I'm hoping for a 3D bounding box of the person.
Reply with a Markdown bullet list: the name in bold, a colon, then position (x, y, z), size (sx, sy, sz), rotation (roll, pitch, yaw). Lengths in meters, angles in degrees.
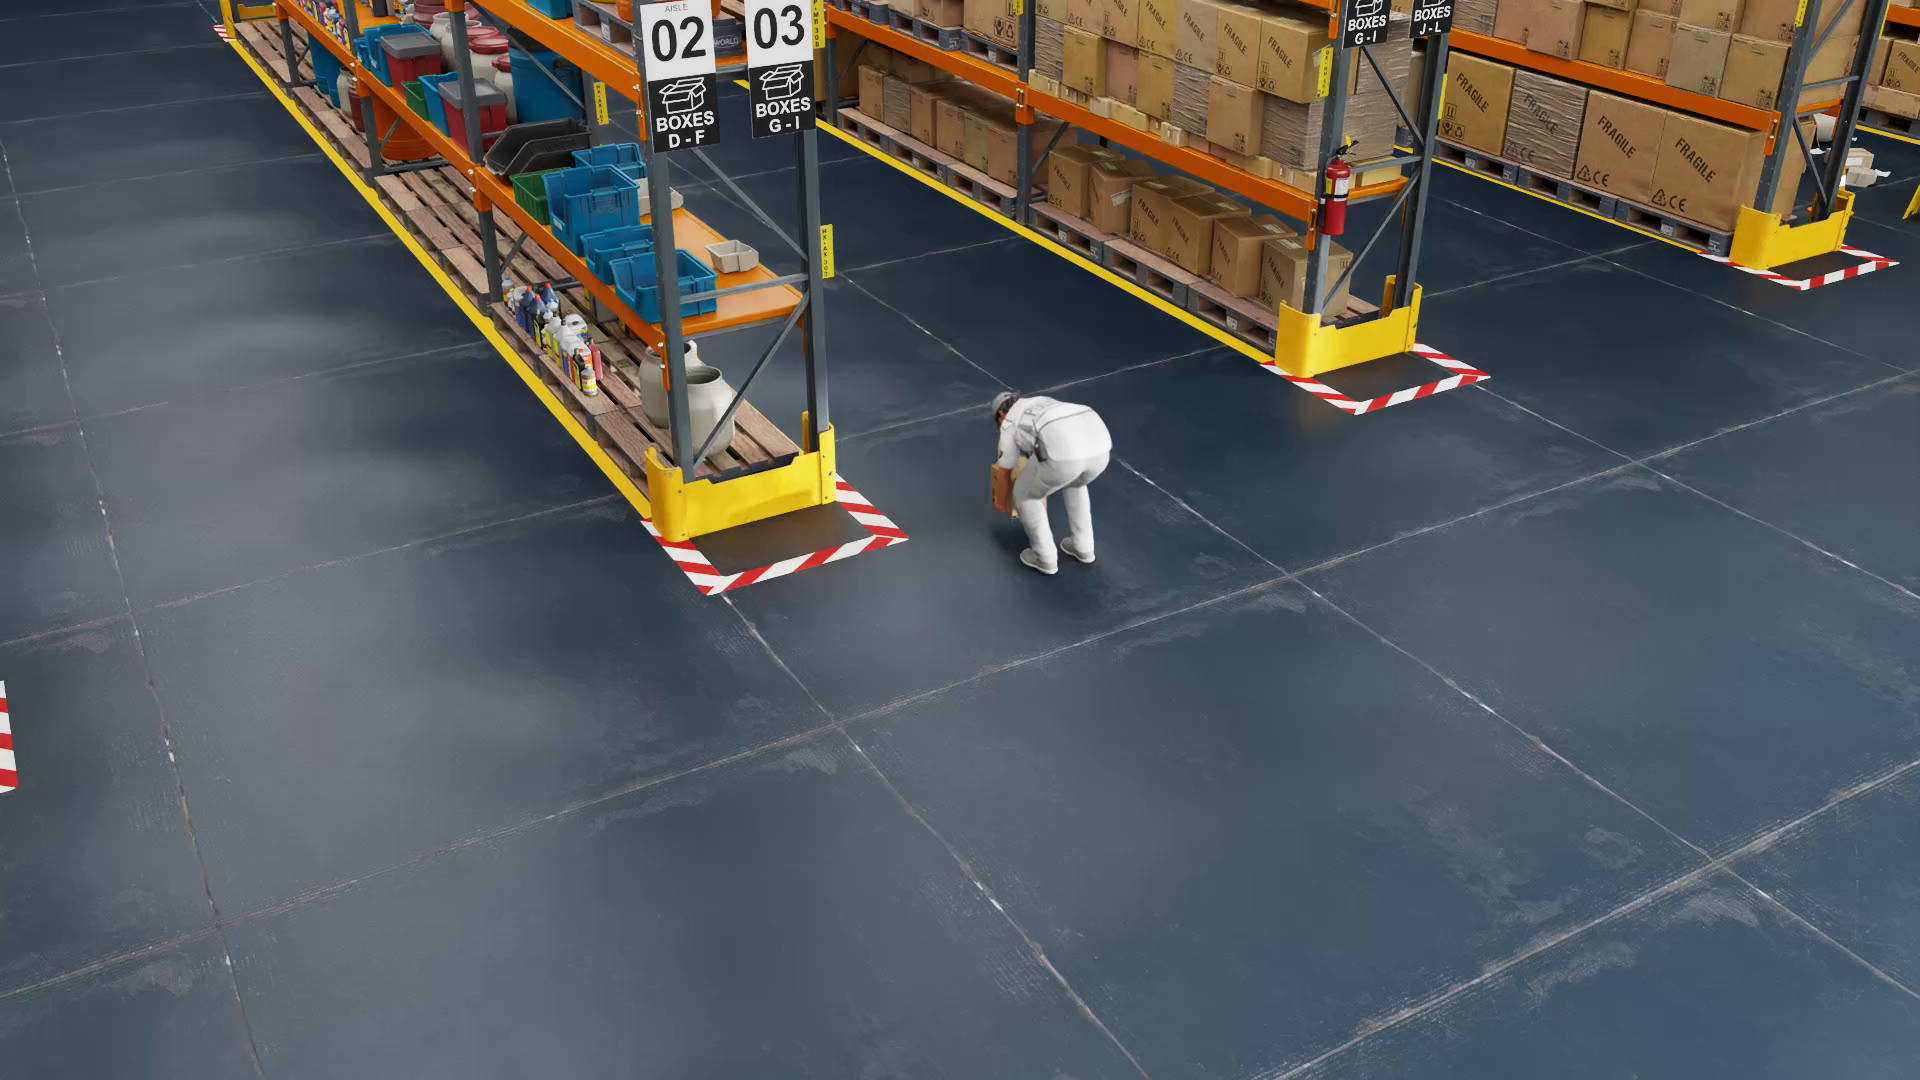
- **person**: position (0.493, -0.395, 9.931), size (0.495, 1.014, 0.950), rotation (-18, 34, -28)
